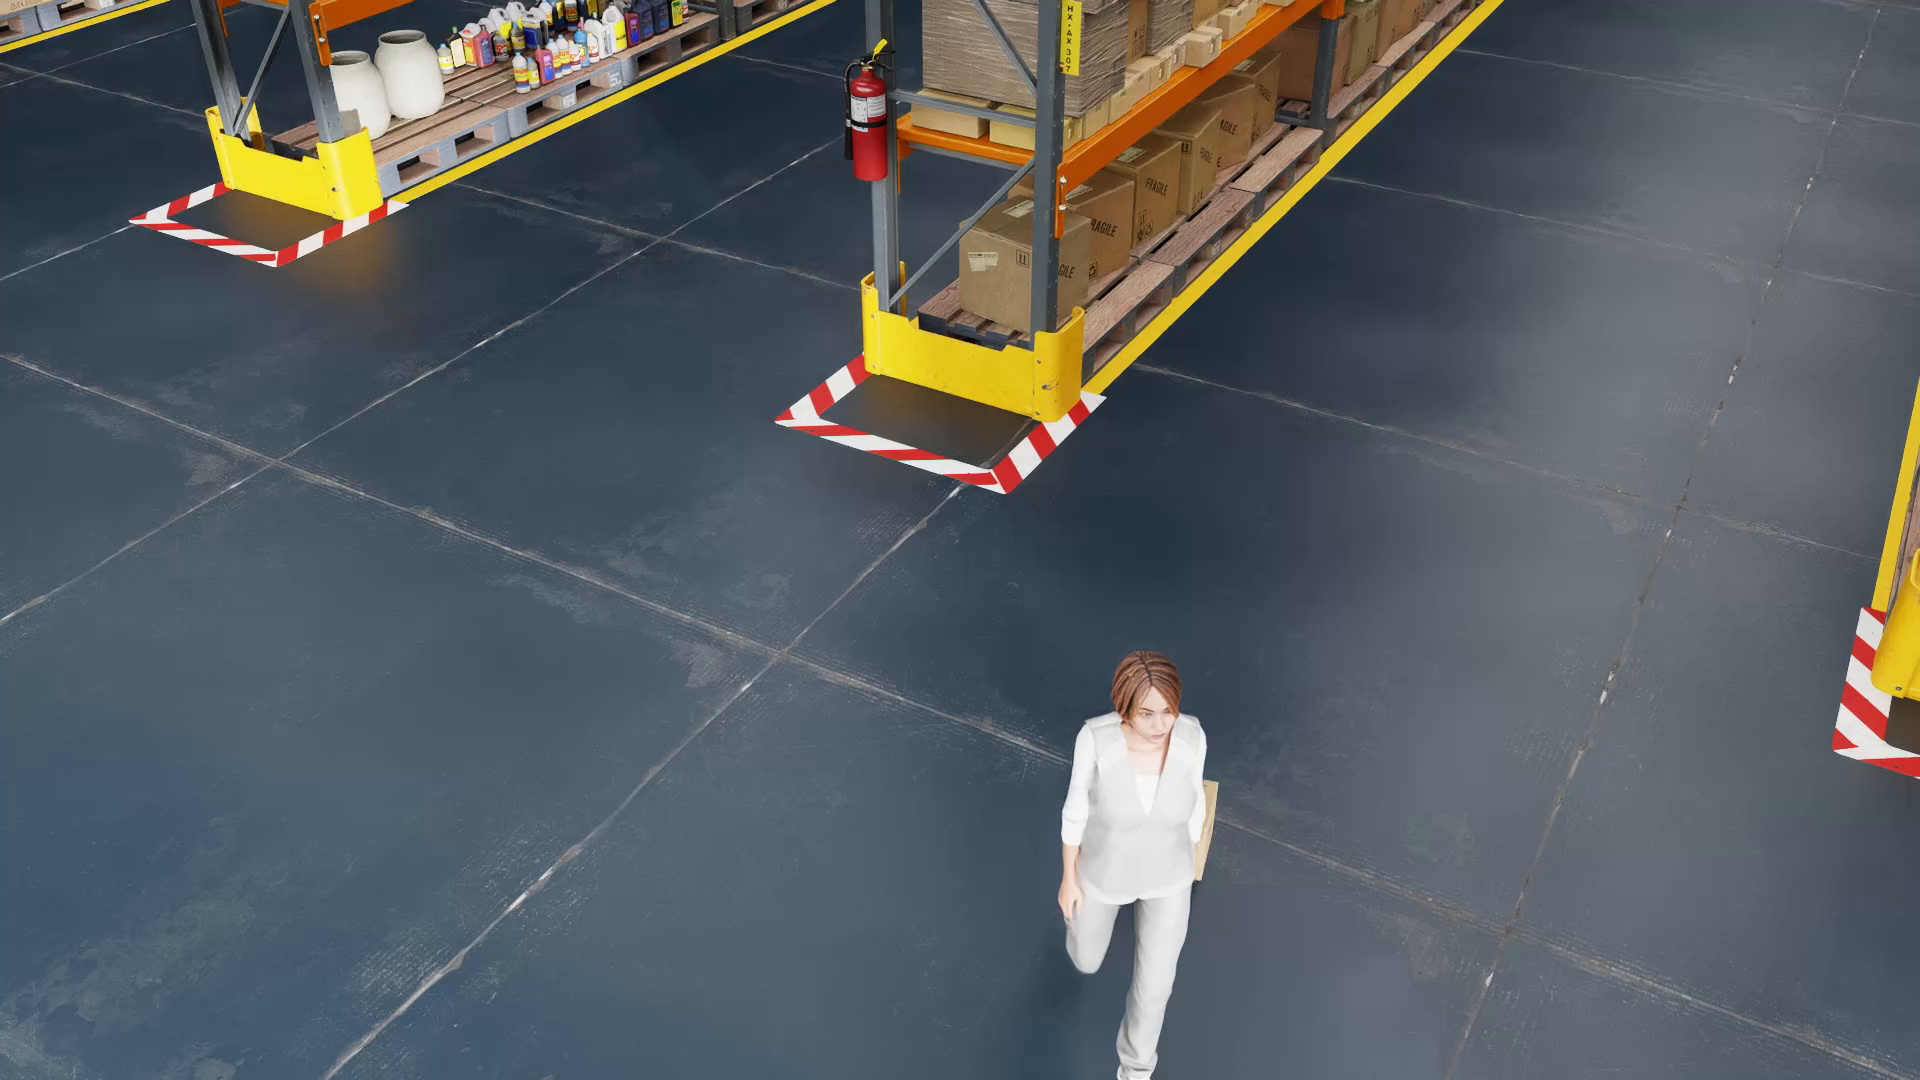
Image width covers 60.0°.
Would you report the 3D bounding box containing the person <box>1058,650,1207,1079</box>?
[{"bbox_3d":[0.488,0.911,4.809,0.414,1.565,0.784,0,35,-1],"label":"person"}]
